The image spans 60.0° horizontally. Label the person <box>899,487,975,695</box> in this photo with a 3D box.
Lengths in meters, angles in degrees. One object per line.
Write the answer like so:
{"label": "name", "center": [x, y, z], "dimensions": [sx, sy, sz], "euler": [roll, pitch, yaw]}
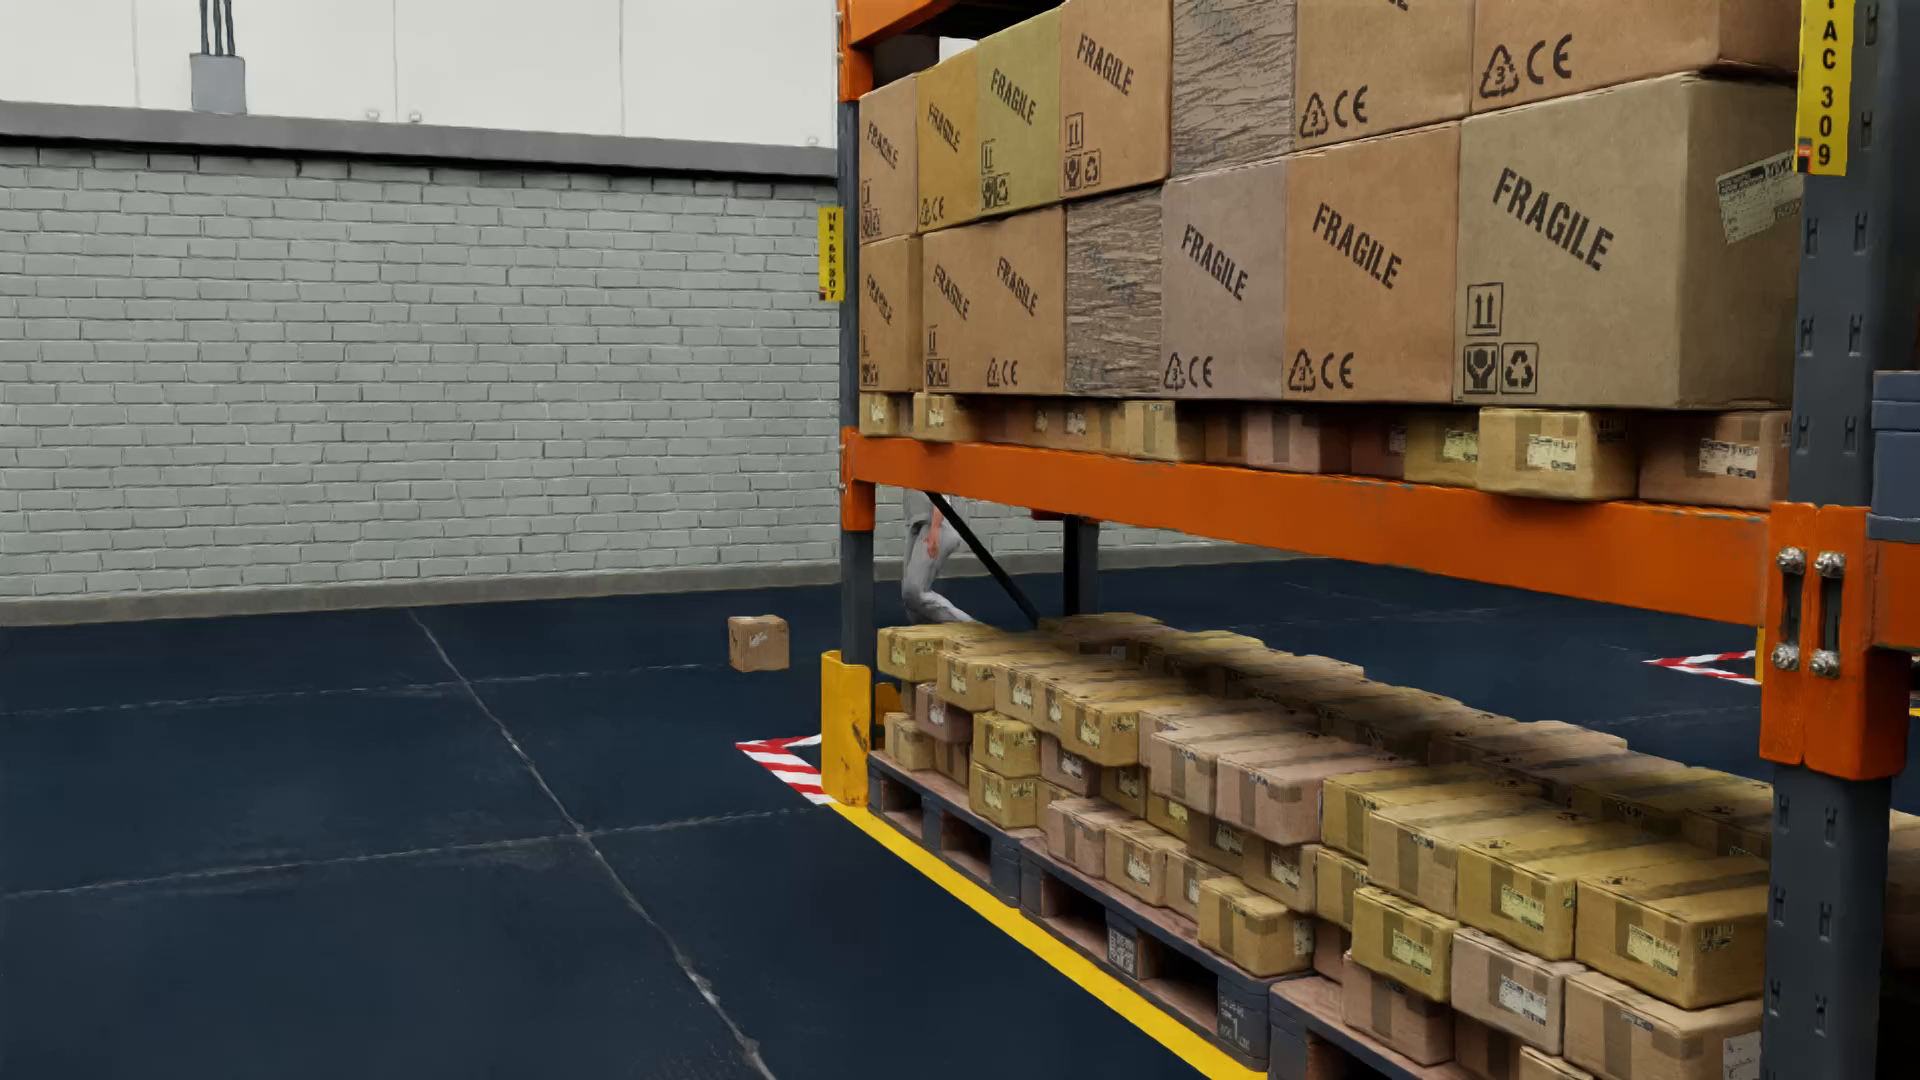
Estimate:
{"label": "person", "center": [-0.113, -0.037, 7.748], "dimensions": [0.480, 1.574, 0.483], "euler": [-2, 6, -20]}
